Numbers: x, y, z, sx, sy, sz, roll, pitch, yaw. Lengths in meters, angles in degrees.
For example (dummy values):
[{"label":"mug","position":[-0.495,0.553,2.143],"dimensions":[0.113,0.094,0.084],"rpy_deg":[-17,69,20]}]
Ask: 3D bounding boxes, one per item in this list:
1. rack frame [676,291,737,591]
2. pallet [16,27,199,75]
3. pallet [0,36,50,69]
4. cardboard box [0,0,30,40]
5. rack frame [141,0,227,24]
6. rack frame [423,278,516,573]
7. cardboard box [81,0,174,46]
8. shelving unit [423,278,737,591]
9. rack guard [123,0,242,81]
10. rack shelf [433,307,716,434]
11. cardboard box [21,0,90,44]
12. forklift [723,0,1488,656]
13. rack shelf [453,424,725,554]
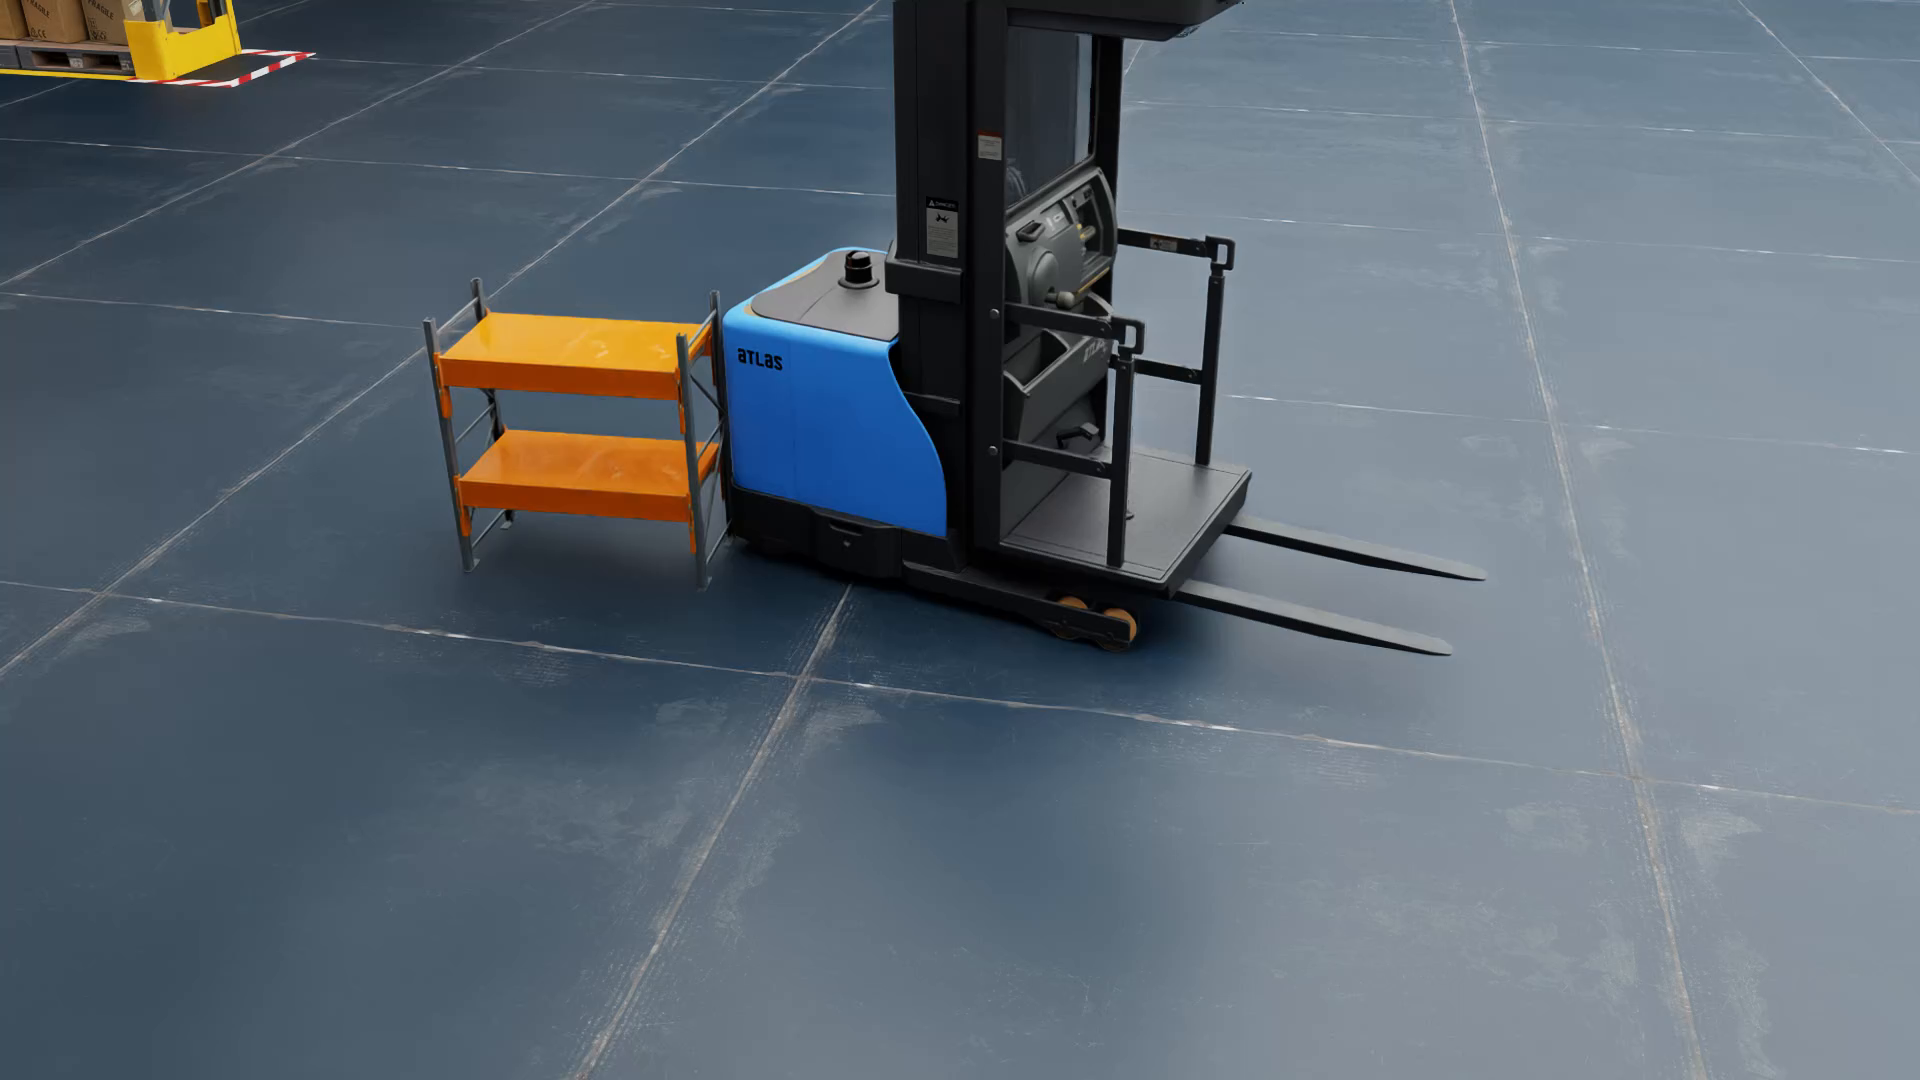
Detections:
[{"label":"rack frame","position":[-1.030,-0.401,6.811],"dimensions":[0.032,1.125,0.500],"rpy_deg":[4,29,8]},{"label":"pallet","position":[-7.799,-4.520,15.286],"dimensions":[1.213,0.211,1.003],"rpy_deg":[6,29,11]},{"label":"pallet","position":[-8.988,-4.643,15.512],"dimensions":[1.213,0.211,1.003],"rpy_deg":[6,29,11]},{"label":"cardboard box","position":[-8.744,-4.911,15.263],"dimensions":[0.500,0.500,0.500],"rpy_deg":[9,30,15]},{"label":"rack frame","position":[-6.937,-5.637,14.424],"dimensions":[0.127,3.000,1.000],"rpy_deg":[6,29,11]},{"label":"rack frame","position":[-2.035,-0.474,6.944],"dimensions":[0.032,1.125,0.500],"rpy_deg":[4,29,8]},{"label":"cardboard box","position":[-7.544,-4.796,15.052],"dimensions":[0.500,0.500,0.500],"rpy_deg":[11,31,20]},{"label":"shelving unit","position":[-1.533,-0.437,6.877],"dimensions":[1.048,1.125,0.538],"rpy_deg":[4,29,8]},{"label":"rack guard","position":[-7.011,-4.549,15.038],"dimensions":[0.348,0.500,1.175],"rpy_deg":[6,29,11]},{"label":"rack shelf","position":[-1.533,-0.694,6.737],"dimensions":[1.000,0.278,0.538],"rpy_deg":[4,29,8]},{"label":"cardboard box","position":[-8.136,-4.839,15.132],"dimensions":[0.500,0.500,0.500],"rpy_deg":[14,32,24]},{"label":"forklift","position":[0.577,-1.144,6.287],"dimensions":[3.031,2.935,1.130],"rpy_deg":[14,32,23]},{"label":"rack shelf","position":[-1.533,-0.223,6.995],"dimensions":[1.000,0.278,0.538],"rpy_deg":[4,29,8]}]
